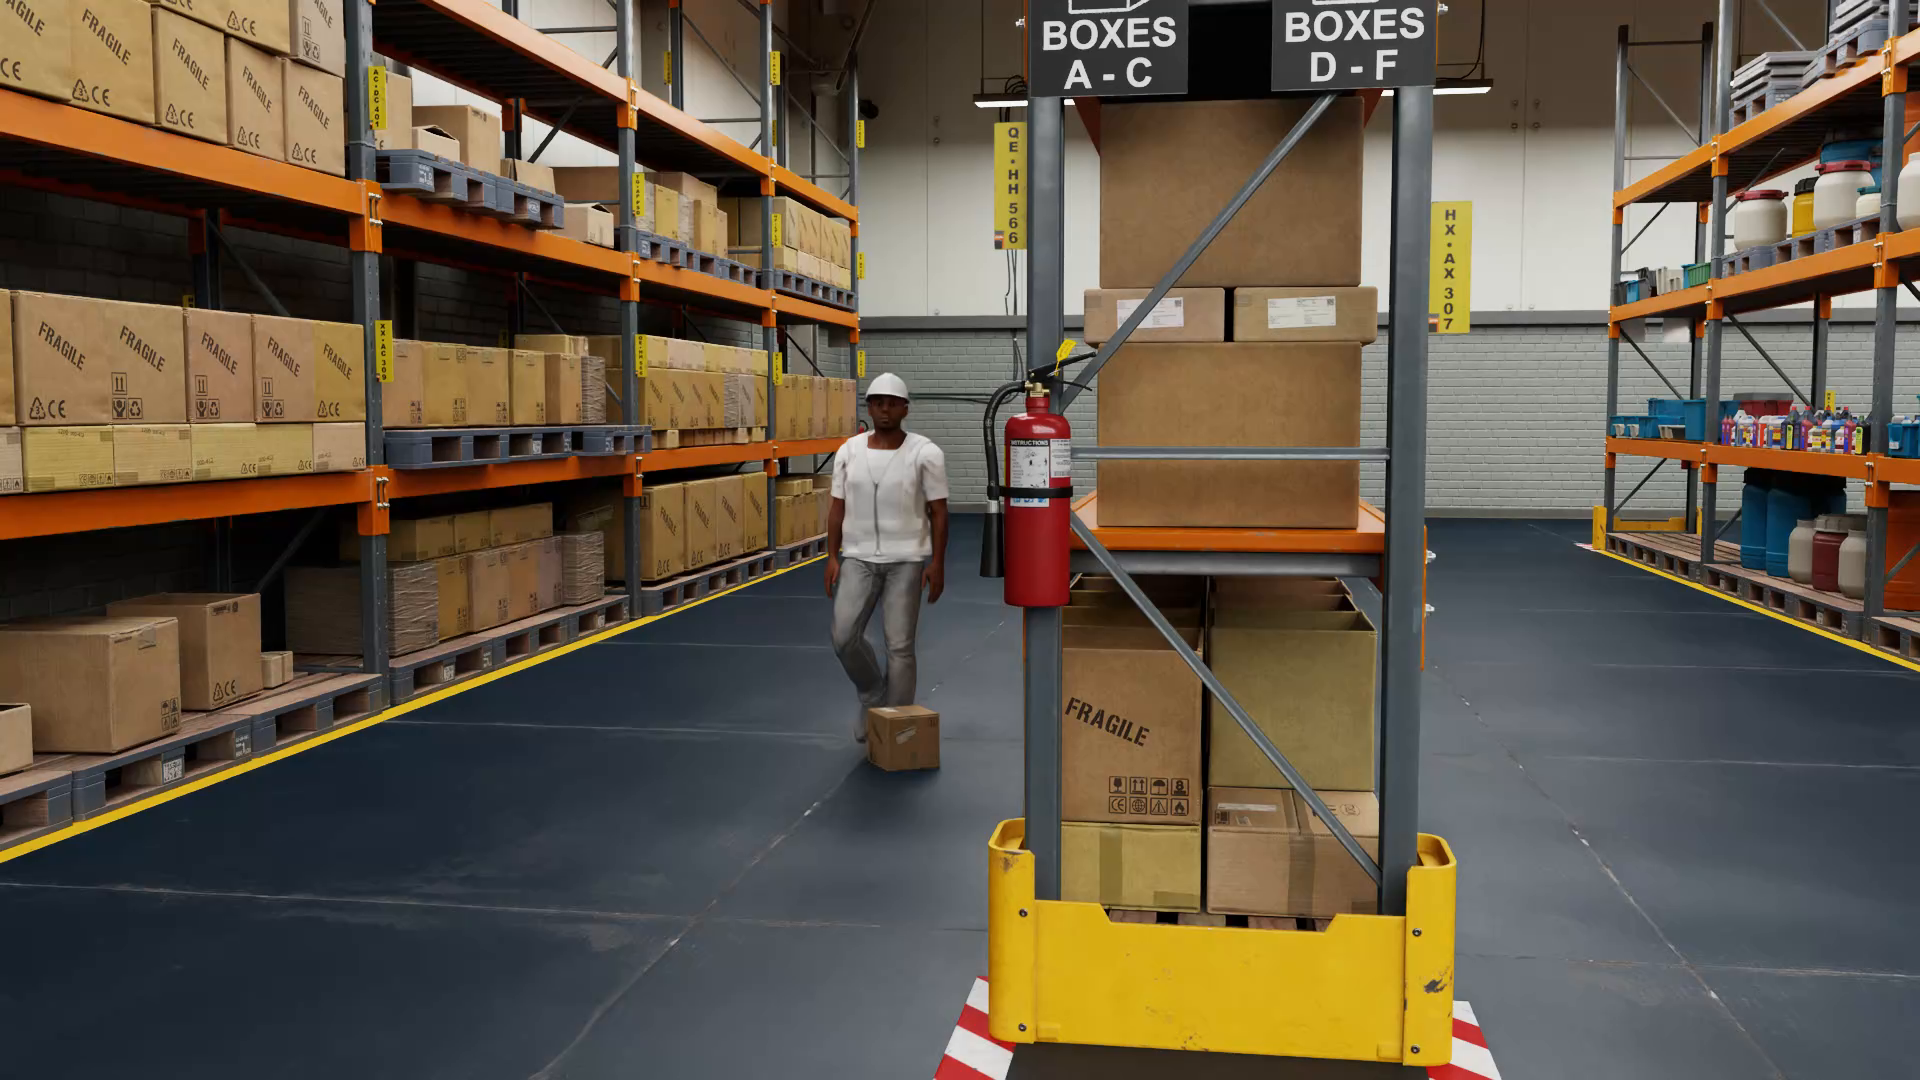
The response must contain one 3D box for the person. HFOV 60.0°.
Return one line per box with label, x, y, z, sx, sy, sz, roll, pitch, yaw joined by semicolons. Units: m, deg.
person;-0.359;0.102;7.773;0.610;1.760;0.482;1;5;12
